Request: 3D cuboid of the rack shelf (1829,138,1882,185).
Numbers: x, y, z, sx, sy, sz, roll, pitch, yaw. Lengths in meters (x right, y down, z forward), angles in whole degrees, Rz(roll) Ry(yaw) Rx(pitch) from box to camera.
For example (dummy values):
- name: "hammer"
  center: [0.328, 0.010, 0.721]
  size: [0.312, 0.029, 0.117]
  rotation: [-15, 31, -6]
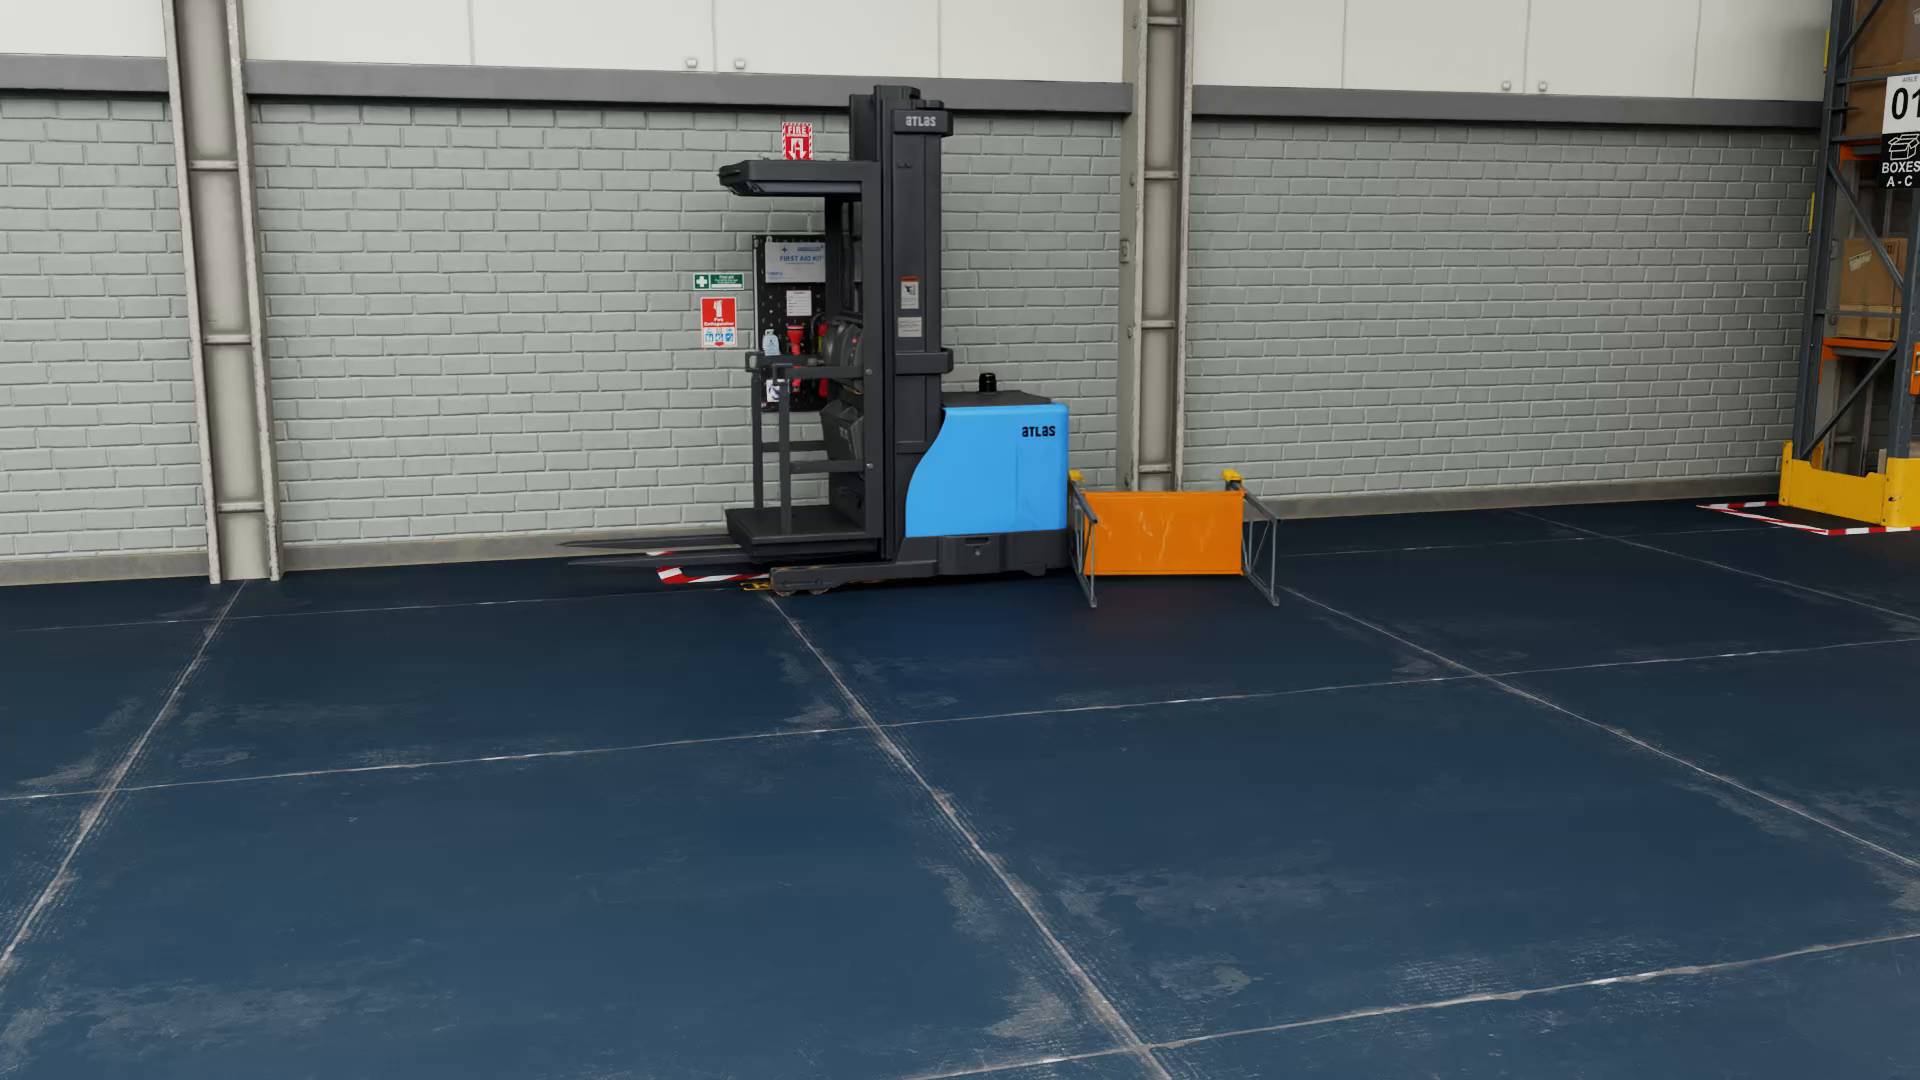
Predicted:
- name: "rack shelf"
  center: [8.601, -2.891, 12.666]
  size: [4.000, 0.370, 1.077]
  rotation: [-3, 11, -16]

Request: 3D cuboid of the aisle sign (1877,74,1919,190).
- name: "aisle sign"
  center: [6.696, -2.891, 11.785]
  size: [0.004, 0.787, 0.394]
  rotation: [-3, 11, -16]

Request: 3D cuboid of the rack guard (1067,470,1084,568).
- name: "rack guard"
  center: [0.727, -0.133, 10.550]
  size: [0.087, 0.587, 0.250]
  rotation: [0, 11, -2]

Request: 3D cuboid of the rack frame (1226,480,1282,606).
- name: "rack frame"
  center: [1.741, -0.019, 9.963]
  size: [0.032, 0.500, 1.500]
  rotation: [0, 11, -2]

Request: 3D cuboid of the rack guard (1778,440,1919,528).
- name: "rack guard"
  center: [6.754, -0.443, 12.570]
  size: [0.348, 0.500, 1.175]
  rotation: [-3, 11, -16]

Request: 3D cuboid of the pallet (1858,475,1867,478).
- name: "pallet"
  center: [7.544, -0.336, 12.786]
  size: [1.213, 0.211, 1.003]
  rotation: [-3, 11, -16]

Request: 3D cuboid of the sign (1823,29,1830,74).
- name: "sign"
  center: [6.545, -3.676, 12.501]
  size: [0.005, 0.325, 0.100]
  rotation: [-3, 11, -16]

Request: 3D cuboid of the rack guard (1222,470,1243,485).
- name: "rack guard"
  center: [1.723, -0.138, 10.577]
  size: [0.087, 0.587, 0.250]
  rotation: [0, 11, -2]

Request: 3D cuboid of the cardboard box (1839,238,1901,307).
- name: "cardboard box"
  center: [7.074, -2.034, 12.597]
  size: [0.500, 0.500, 0.500]
  rotation: [-3, 11, -17]

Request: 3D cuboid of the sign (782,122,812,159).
- name: "sign"
  center: [-1.068, -2.589, 10.922]
  size: [0.199, 0.298, 0.001]
  rotation: [-3, 11, -16]

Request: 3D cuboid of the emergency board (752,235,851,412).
- name: "emergency board"
  center: [-1.033, -1.432, 11.040]
  size: [0.643, 1.169, 0.194]
  rotation: [-3, 11, -16]

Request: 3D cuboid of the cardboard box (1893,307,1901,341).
- name: "cardboard box"
  center: [7.238, -1.574, 12.169]
  size: [0.500, 0.250, 0.500]
  rotation: [-3, 11, -18]

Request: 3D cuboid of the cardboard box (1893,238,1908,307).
- name: "cardboard box"
  center: [7.224, -1.945, 12.114]
  size: [0.500, 0.500, 0.500]
  rotation: [-3, 11, -16]

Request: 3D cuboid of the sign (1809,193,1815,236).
- name: "sign"
  center: [6.545, -2.491, 12.719]
  size: [0.005, 0.325, 0.100]
  rotation: [-3, 11, -16]

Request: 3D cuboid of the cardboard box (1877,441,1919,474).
- name: "cardboard box"
  center: [7.371, -0.582, 12.632]
  size: [0.500, 0.311, 0.500]
  rotation: [-4, 11, -22]

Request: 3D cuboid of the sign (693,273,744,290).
- name: "sign"
  center: [-1.586, -1.699, 10.927]
  size: [0.331, 0.109, 0.001]
  rotation: [-3, 11, -16]

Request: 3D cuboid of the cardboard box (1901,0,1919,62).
- name: "cardboard box"
  center: [7.119, -3.671, 11.827]
  size: [0.500, 0.500, 0.500]
  rotation: [-4, 11, -20]

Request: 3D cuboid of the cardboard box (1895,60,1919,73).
- name: "cardboard box"
  center: [7.072, -3.176, 11.897]
  size: [0.500, 0.500, 0.500]
  rotation: [-3, 11, -14]

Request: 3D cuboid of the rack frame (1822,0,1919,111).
- name: "rack frame"
  center: [6.681, -4.619, 11.780]
  size: [0.127, 3.000, 1.000]
  rotation: [-3, 11, -16]

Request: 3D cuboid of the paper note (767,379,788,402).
- name: "paper note"
  center: [-1.222, -1.002, 11.136]
  size: [0.142, 0.148, 0.016]
  rotation: [-3, 11, -16]

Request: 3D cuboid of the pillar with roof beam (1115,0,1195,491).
- name: "pillar with roof beam"
  center: [2.554, -3.752, 7.075]
  size: [0.400, 9.000, 9.100]
  rotation: [-3, 11, -16]

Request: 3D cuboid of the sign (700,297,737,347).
- name: "sign"
  center: [-1.592, -1.439, 10.982]
  size: [0.234, 0.329, 0.001]
  rotation: [-3, 11, -16]

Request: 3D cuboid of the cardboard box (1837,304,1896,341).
- name: "cardboard box"
  center: [7.076, -1.662, 12.646]
  size: [0.500, 0.250, 0.500]
  rotation: [-3, 11, -15]

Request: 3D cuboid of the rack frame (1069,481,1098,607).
- name: "rack frame"
  center: [0.725, -0.014, 9.936]
  size: [0.032, 0.500, 1.500]
  rotation: [0, 11, -2]

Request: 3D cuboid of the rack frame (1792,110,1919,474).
- name: "rack frame"
  center: [6.681, -1.668, 12.323]
  size: [0.127, 3.000, 1.000]
  rotation: [-3, 11, -16]

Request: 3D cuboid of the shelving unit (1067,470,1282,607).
- name: "shelving unit"
  center: [1.242, -0.017, 9.950]
  size: [1.083, 0.587, 1.500]
  rotation: [0, 11, -2]

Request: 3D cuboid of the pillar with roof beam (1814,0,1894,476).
- name: "pillar with roof beam"
  center: [8.315, -4.056, 8.724]
  size: [0.400, 9.000, 9.100]
  rotation: [-3, 11, -16]

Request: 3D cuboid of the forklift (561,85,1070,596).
- name: "forklift"
  center: [-0.899, -1.218, 10.067]
  size: [3.031, 2.935, 1.130]
  rotation: [-3, 11, -16]

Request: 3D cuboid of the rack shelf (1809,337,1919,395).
- name: "rack shelf"
  center: [8.601, -1.416, 12.938]
  size: [4.000, 0.370, 1.077]
  rotation: [-3, 11, -16]

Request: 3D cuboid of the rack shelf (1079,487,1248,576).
- name: "rack shelf"
  center: [1.228, -0.051, 10.126]
  size: [1.000, 0.538, 0.185]
  rotation: [0, 11, -2]

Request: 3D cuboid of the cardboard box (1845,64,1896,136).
- name: "cardboard box"
  center: [7.011, -3.268, 12.394]
  size: [0.500, 0.500, 0.500]
  rotation: [-2, 11, -12]

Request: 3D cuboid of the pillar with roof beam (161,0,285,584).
- name: "pillar with roof beam"
  center: [-3.207, -3.449, 5.425]
  size: [0.400, 9.000, 9.100]
  rotation: [-3, 11, -16]

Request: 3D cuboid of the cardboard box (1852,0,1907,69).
- name: "cardboard box"
  center: [7.022, -3.761, 12.316]
  size: [0.500, 0.500, 0.500]
  rotation: [-3, 11, -13]
